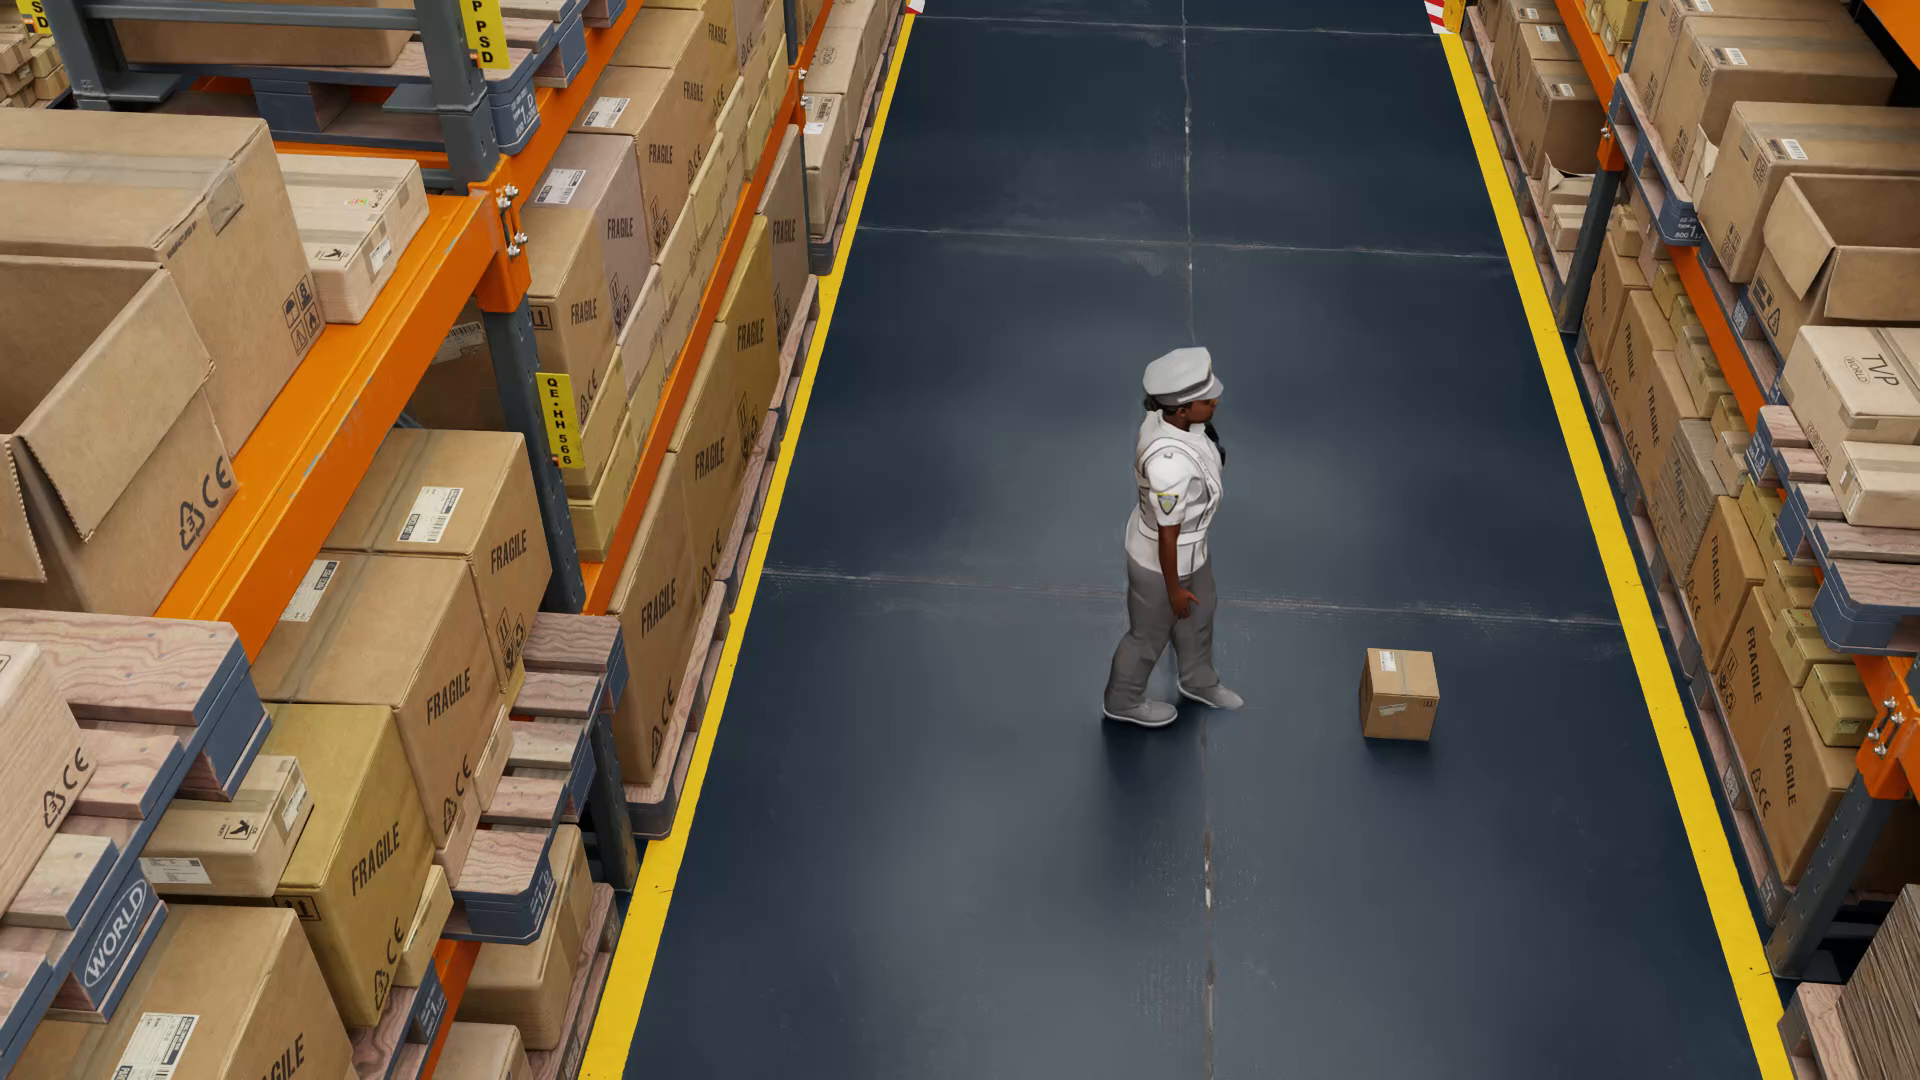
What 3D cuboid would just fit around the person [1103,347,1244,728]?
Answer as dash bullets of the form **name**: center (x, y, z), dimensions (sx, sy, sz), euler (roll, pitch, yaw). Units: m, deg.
- **person**: center (0.852, 0.060, 6.095), dimensions (0.560, 1.741, 0.462), euler (7, 41, 8)
